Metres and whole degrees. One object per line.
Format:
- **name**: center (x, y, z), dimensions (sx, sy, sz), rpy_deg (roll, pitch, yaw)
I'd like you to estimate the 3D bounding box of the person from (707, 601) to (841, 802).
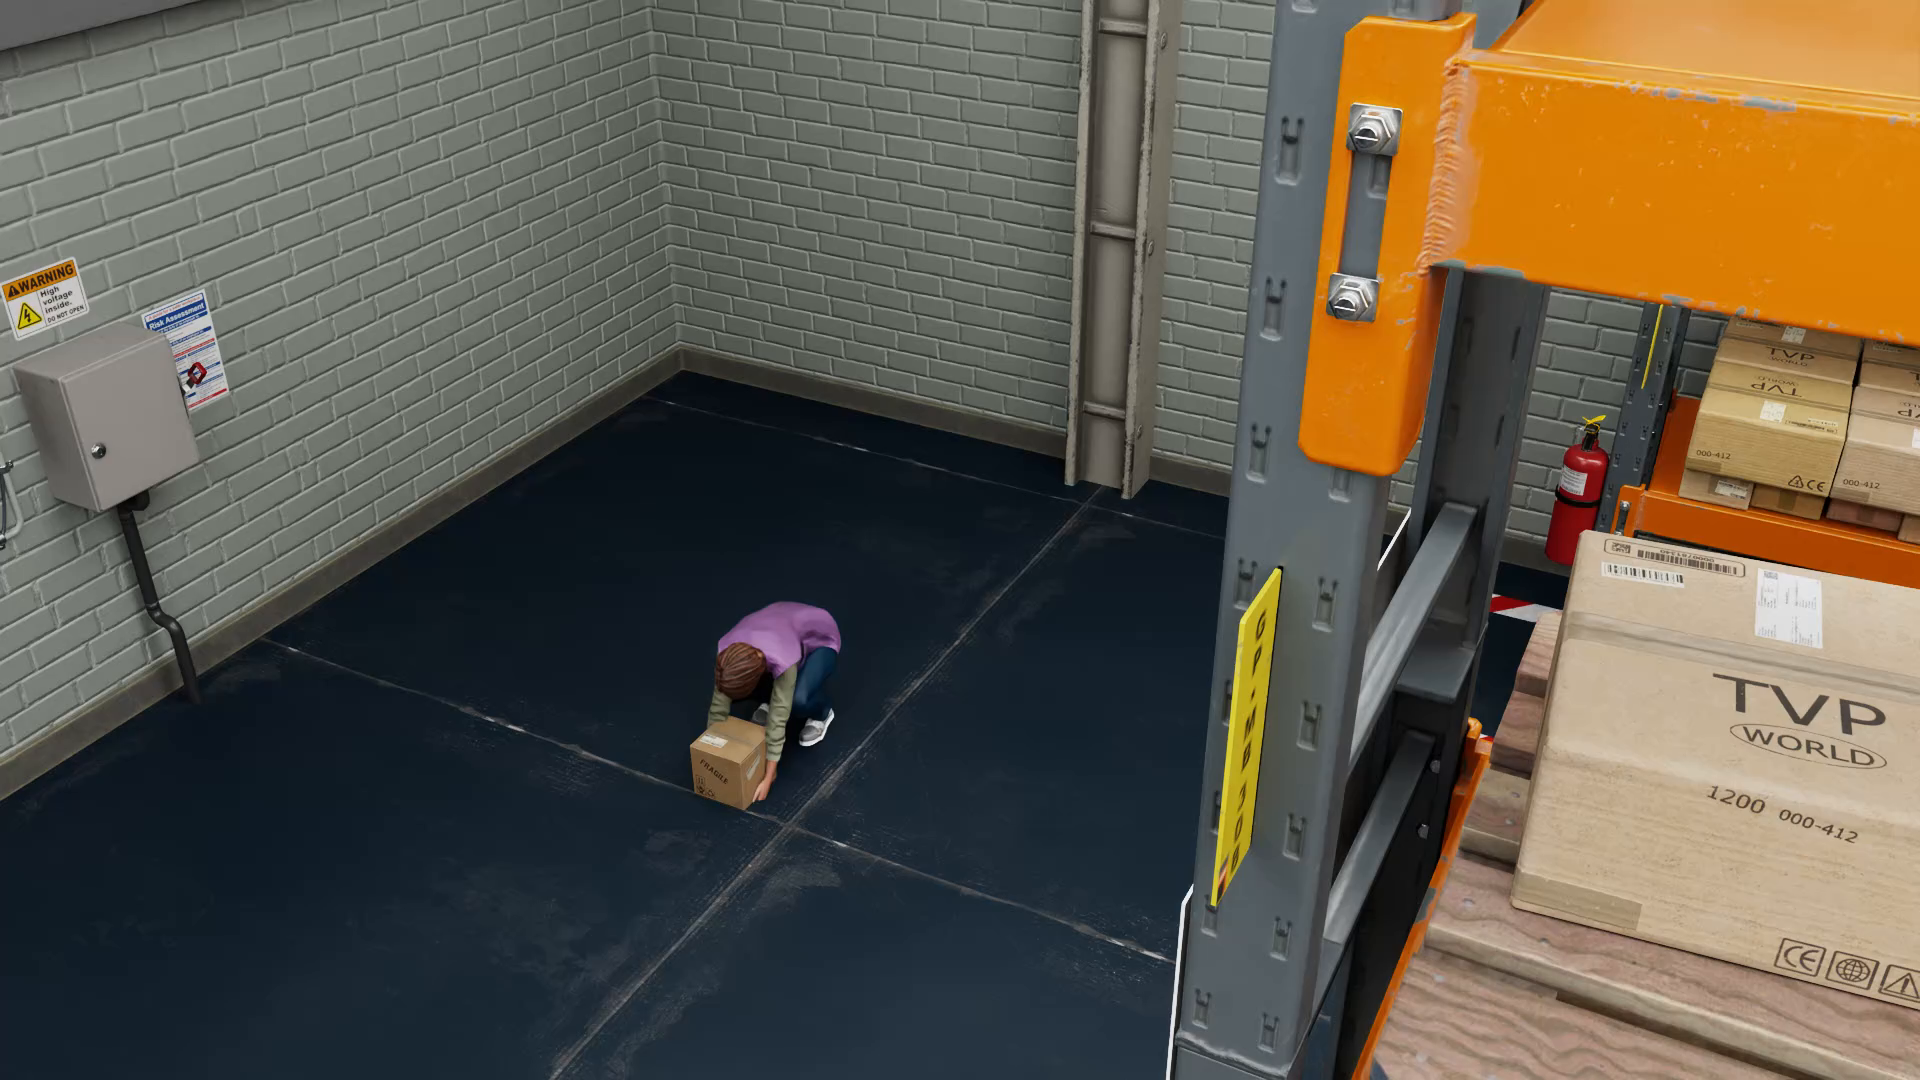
- **person**: center (-0.793, 0.610, 7.058), dimensions (0.432, 0.767, 0.835), rpy_deg (14, 33, 23)
